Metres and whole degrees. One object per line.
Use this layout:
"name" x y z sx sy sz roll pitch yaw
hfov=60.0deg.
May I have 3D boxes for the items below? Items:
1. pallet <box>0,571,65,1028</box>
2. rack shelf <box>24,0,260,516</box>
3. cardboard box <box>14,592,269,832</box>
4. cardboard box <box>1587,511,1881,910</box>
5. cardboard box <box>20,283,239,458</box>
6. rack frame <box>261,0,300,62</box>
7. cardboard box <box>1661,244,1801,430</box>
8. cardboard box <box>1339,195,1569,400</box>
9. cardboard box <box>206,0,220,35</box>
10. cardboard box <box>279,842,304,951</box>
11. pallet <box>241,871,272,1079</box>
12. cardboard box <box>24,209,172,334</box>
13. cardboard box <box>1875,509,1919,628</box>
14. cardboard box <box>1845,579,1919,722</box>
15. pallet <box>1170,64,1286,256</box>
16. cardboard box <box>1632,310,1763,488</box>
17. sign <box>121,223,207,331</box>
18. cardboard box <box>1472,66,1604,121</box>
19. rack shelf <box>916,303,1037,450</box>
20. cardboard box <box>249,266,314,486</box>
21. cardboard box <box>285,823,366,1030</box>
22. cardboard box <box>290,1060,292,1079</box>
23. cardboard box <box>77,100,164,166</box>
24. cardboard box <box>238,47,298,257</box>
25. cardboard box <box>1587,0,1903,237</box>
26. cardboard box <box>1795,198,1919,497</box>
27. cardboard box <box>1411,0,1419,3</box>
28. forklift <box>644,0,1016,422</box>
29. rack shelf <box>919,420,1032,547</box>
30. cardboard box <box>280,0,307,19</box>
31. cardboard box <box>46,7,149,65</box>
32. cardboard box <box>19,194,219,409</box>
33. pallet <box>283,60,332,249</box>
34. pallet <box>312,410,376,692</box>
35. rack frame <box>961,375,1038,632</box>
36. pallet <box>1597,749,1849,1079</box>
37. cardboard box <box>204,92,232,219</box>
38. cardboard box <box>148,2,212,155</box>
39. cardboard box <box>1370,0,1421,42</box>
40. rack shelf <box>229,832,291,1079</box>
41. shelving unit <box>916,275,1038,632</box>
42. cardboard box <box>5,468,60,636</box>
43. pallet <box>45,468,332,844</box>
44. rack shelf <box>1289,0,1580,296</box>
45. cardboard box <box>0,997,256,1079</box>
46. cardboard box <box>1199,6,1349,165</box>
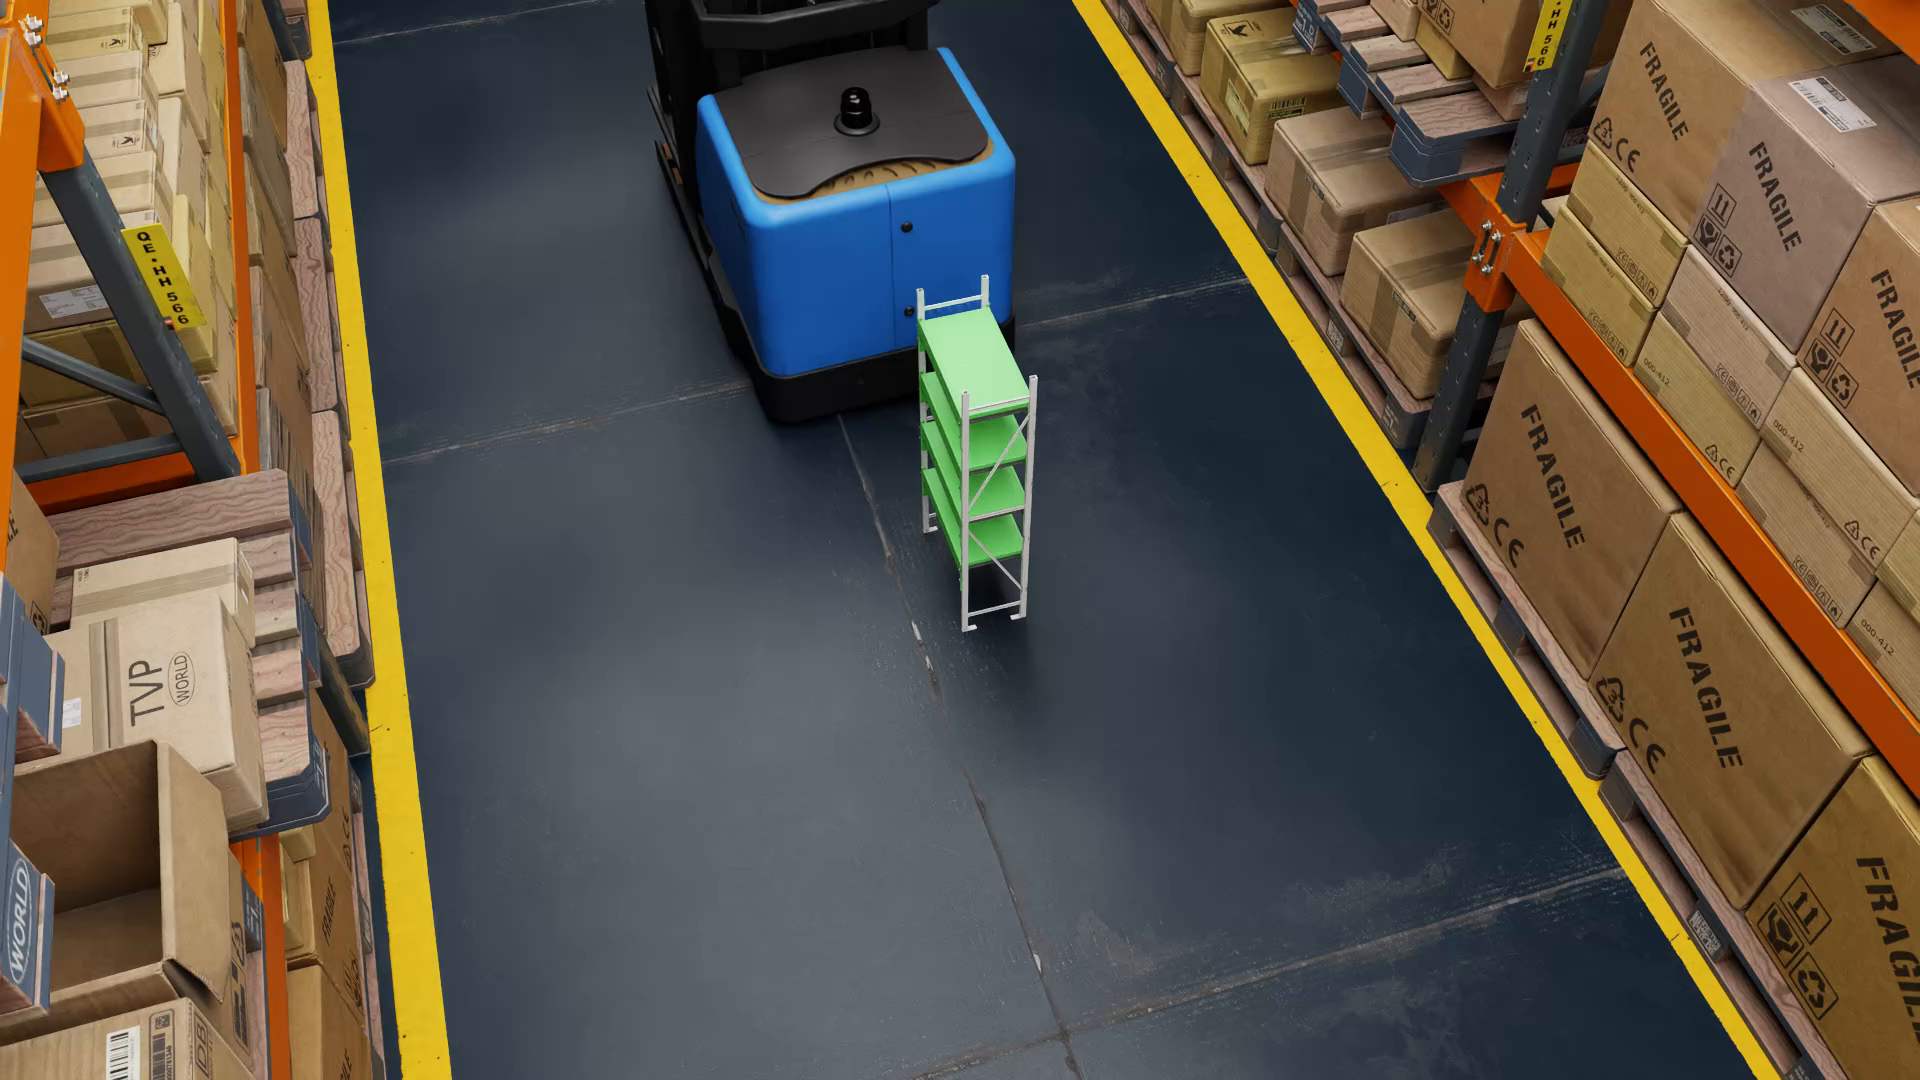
"pallet" -1.745 0.595 1.947 1.213 0.211 1.003 -13 51 -11
"rack shelf" -3.083 -1.400 5.939 1.077 0.370 4.000 -13 51 -11
"cardboard box" -1.871 0.439 3.741 0.500 0.250 0.500 -15 52 -13
"cardboard box" 2.633 0.429 5.042 0.875 0.875 0.875 -13 51 -11
"cardboard box" -2.390 -0.502 4.810 0.500 0.250 0.500 -13 51 -11
"rack frame" -3.675 -3.093 6.895 1.000 3.000 0.127 -13 51 -11
"cardboard box" 2.314 -0.605 4.570 0.500 0.250 0.500 -12 51 -10
"cardboard box" 2.091 -1.000 6.575 0.950 0.372 0.625 -16 52 -13
"cardboard box" -3.004 -2.000 6.072 0.500 0.250 0.500 -13 51 -11
"cardboard box" -1.958 0.988 4.391 0.380 0.149 0.250 -15 51 -12
"pallet" -1.912 1.310 3.309 1.003 0.211 1.213 -13 51 -11
"cardboard box" -2.305 -0.712 4.399 0.380 0.149 0.250 -12 51 -10
"cardboard box" 2.587 0.135 3.946 0.500 0.250 0.500 -13 51 -10
"cardboard box" 2.621 0.282 4.149 0.500 0.250 0.500 -13 51 -11
"pallet" 1.662 -1.858 7.678 1.003 0.211 1.213 -13 51 -11
"cardboard box" 2.322 -0.463 4.776 0.500 0.250 0.500 -15 51 -12
"sign" -1.976 -0.648 4.129 0.100 0.325 0.005 -13 51 -11
"cardboard box" 1.927 -1.537 5.473 0.380 0.149 0.250 -12 51 -10
"rack shelf" 0.049 -0.534 5.371 0.258 0.148 0.480 -13 51 -11
"cardboard box" -2.864 -0.475 5.967 0.875 0.625 0.625 -12 51 -10
"cardboard box" -2.024 1.127 4.698 0.500 0.500 0.500 -14 51 -12
"cardboard box" -1.849 1.373 4.066 0.380 0.149 0.250 -14 51 -12
"cardboard box" -2.486 -1.088 4.716 0.380 0.149 0.250 -12 51 -10
"cardboard box" -3.288 -1.516 6.844 0.875 0.625 0.625 -14 51 -11
"cardboard box" 2.161 -1.235 4.610 0.500 0.500 0.500 -15 51 -12
"cardboard box" 2.455 -0.494 3.985 0.500 0.500 0.500 -12 51 -10
"cardboard box" 1.685 -2.204 5.611 0.500 0.500 0.500 -14 51 -12
"forklift" -0.750 -2.565 6.495 1.130 2.935 3.031 -15 52 -12
"rack shelf" 0.049 -0.225 5.738 0.258 0.148 0.480 -13 51 -11
"cardboard box" -3.502 -2.770 8.147 0.500 0.250 0.500 -13 51 -11
"cardboard box" -2.678 -1.453 5.024 0.380 0.149 0.250 -13 51 -11
"cardboard box" -2.366 -0.669 4.623 0.500 0.250 0.500 -13 51 -11
"pallet" -3.420 -1.665 7.515 1.003 0.211 1.213 -13 51 -11
"pallet" -2.698 0.117 6.013 1.003 0.211 1.213 -13 51 -11
"rack frame" 0.121 -0.088 5.539 0.240 1.200 0.015 -13 51 -11
"pallet" 2.767 1.085 5.197 1.003 0.211 1.213 -13 51 -11
"cardboard box" -2.693 -1.245 5.436 0.500 0.250 0.500 -15 51 -12
"cardboard box" -2.674 -1.416 5.253 0.500 0.250 0.500 -14 51 -12
"cardboard box" 1.661 -1.890 5.771 0.380 0.149 0.250 -14 51 -11
"rack shelf" -1.901 1.521 3.476 1.077 0.370 4.000 -13 51 -11
"shelving unit" 0.049 -0.266 5.689 0.258 1.200 0.503 -13 51 -11
"cardboard box" -2.489 0.072 3.887 0.500 0.500 0.500 -11 51 -9
"pallet" -2.224 0.370 4.102 1.213 0.211 1.003 -13 51 -11
"rack shelf" 1.657 -2.525 6.887 1.077 0.370 4.000 -13 51 -11
"cardboard box" -1.624 1.227 2.913 0.700 0.500 0.500 -14 51 -11
"cardboard box" 1.646 -2.092 7.496 0.950 0.372 0.625 -12 51 -10
